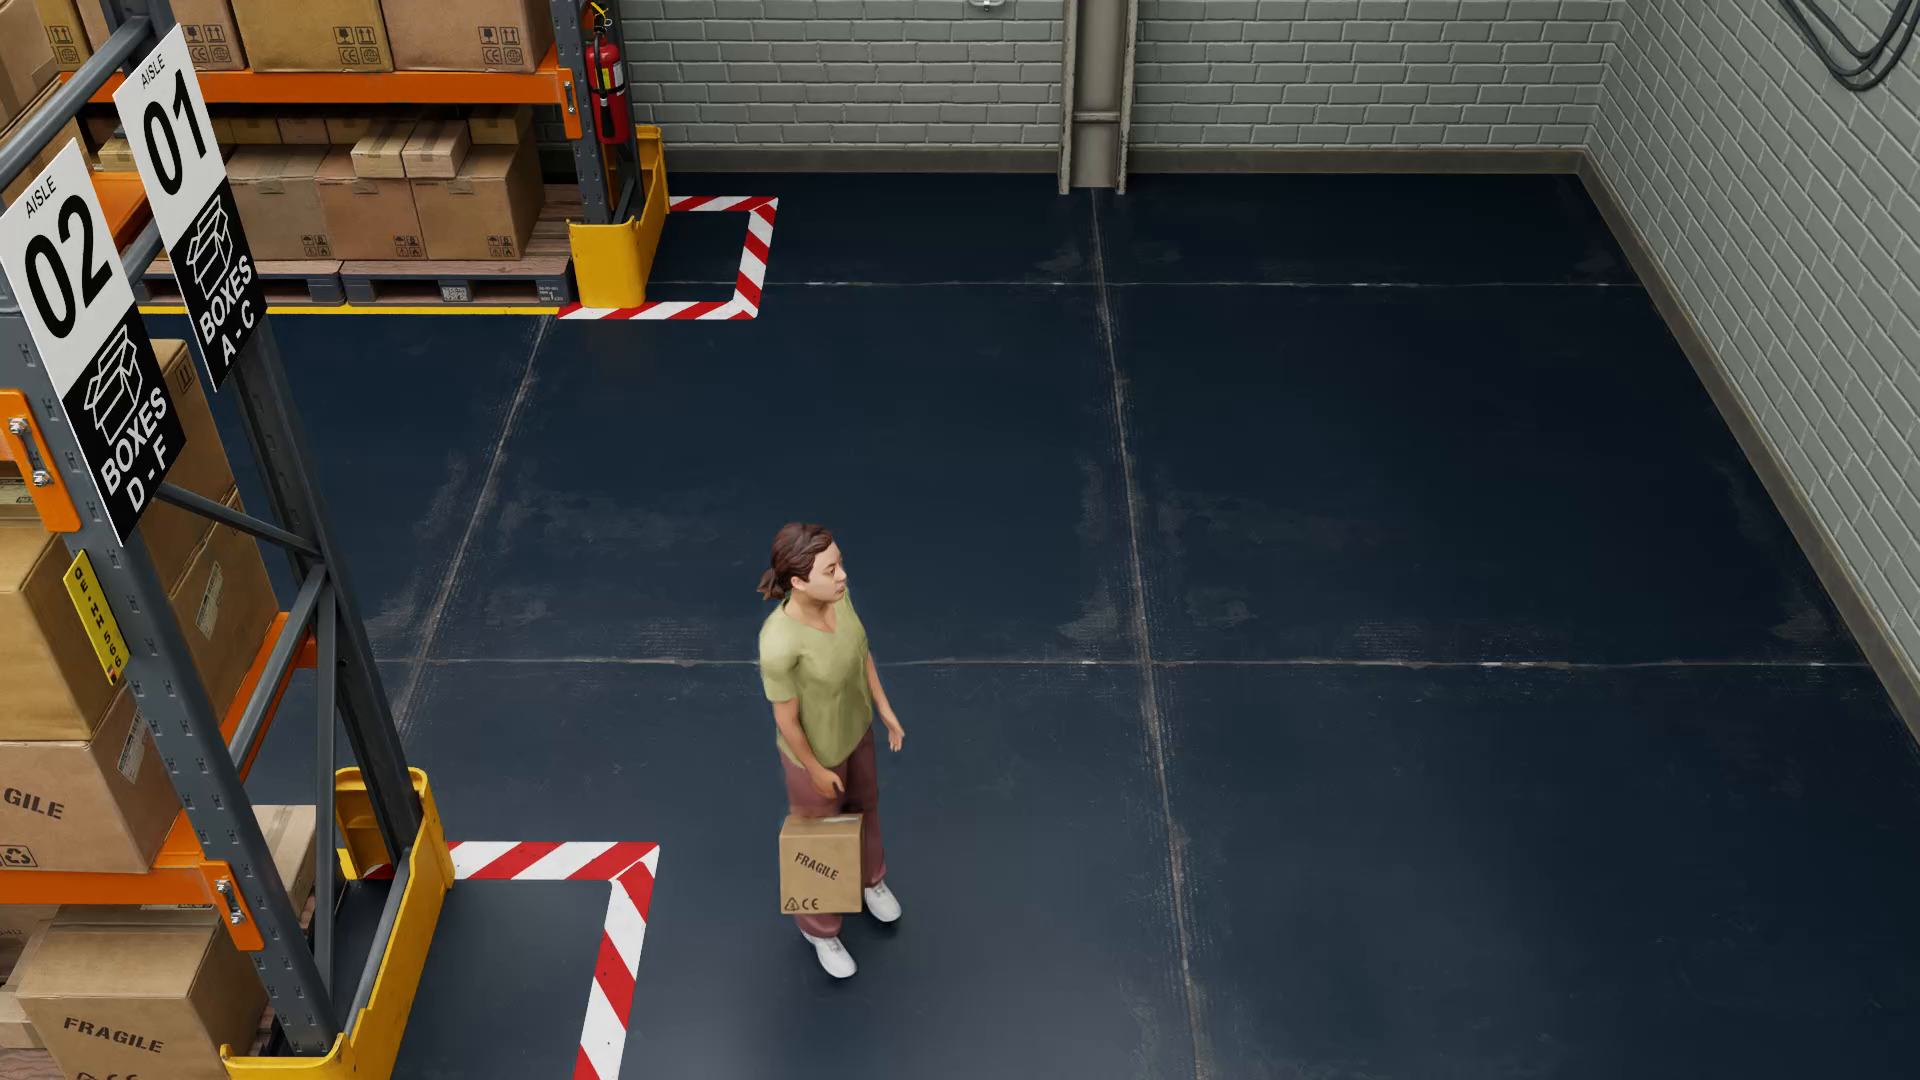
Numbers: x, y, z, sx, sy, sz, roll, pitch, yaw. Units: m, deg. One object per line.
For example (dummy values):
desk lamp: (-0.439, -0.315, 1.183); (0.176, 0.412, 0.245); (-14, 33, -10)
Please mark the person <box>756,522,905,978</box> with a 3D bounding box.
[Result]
person: (-0.425, 0.662, 5.333); (0.433, 1.686, 0.516); (18, 43, 20)
